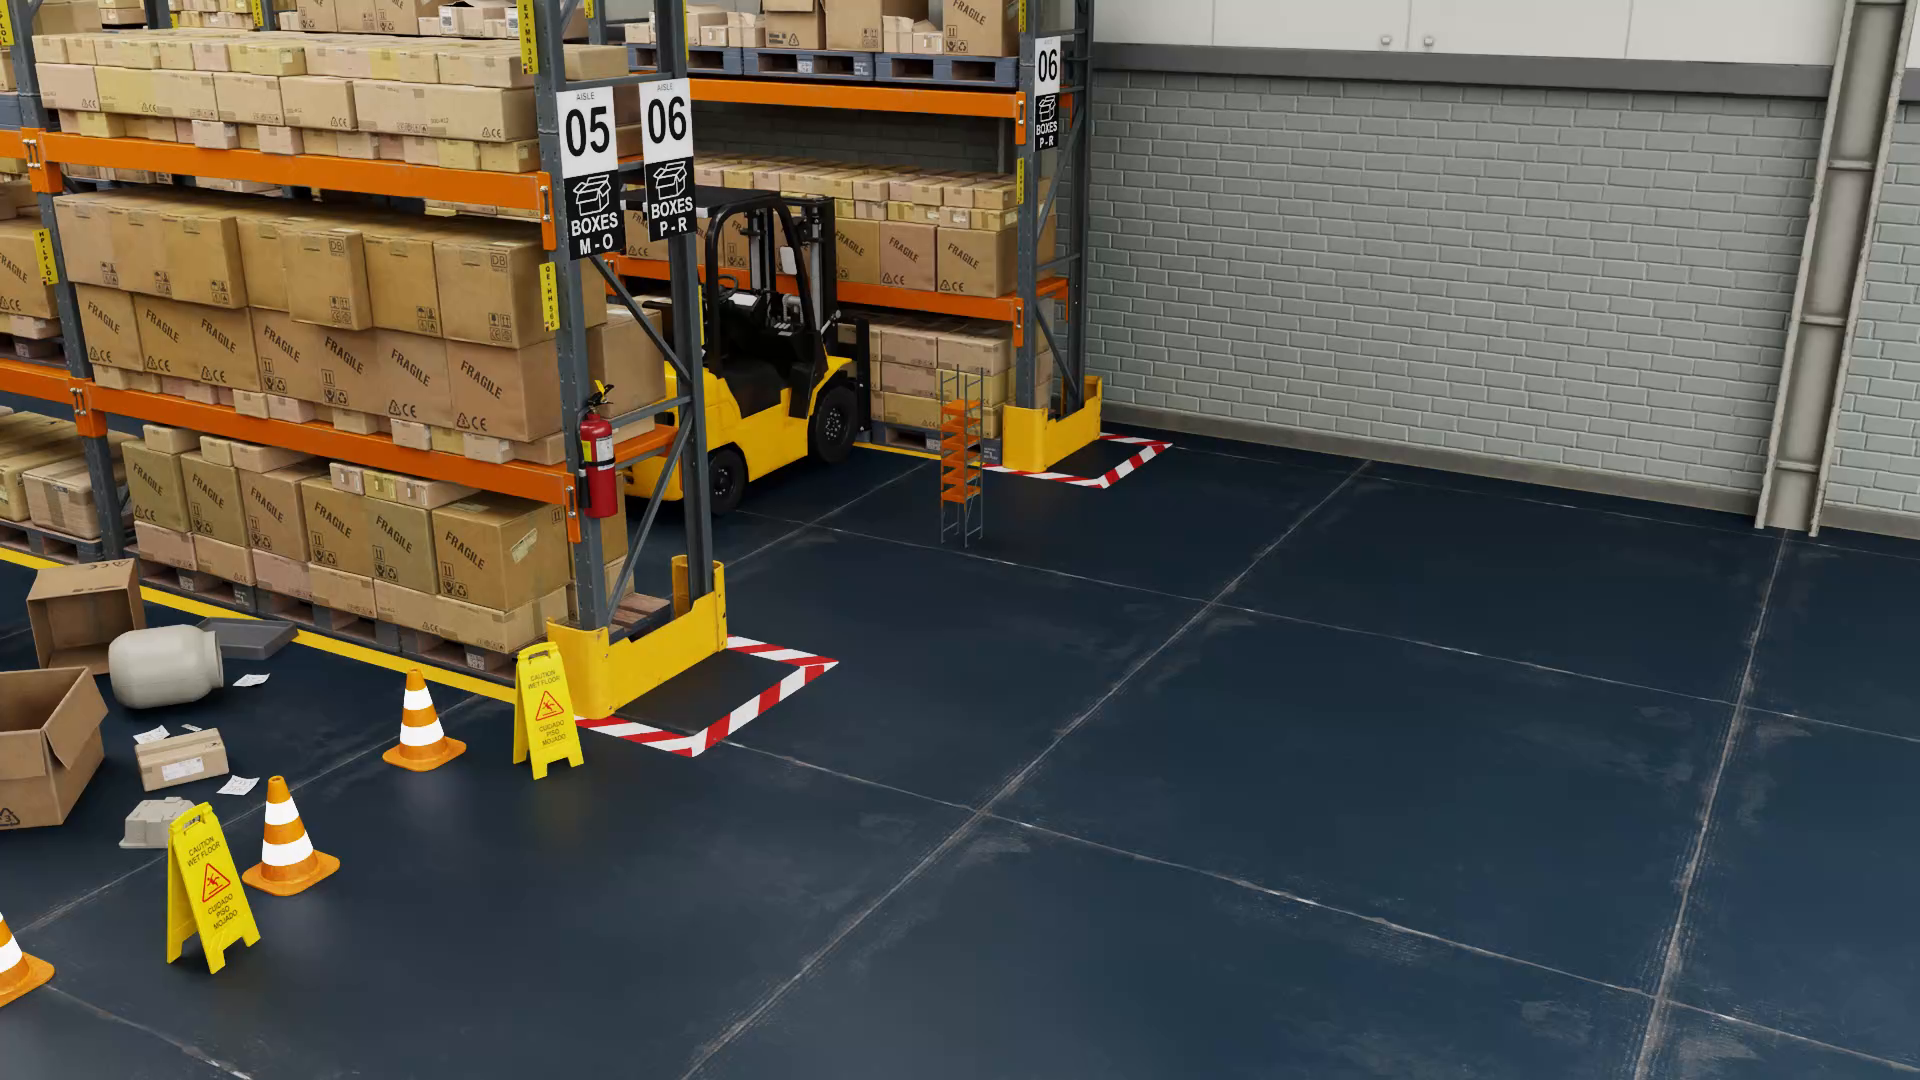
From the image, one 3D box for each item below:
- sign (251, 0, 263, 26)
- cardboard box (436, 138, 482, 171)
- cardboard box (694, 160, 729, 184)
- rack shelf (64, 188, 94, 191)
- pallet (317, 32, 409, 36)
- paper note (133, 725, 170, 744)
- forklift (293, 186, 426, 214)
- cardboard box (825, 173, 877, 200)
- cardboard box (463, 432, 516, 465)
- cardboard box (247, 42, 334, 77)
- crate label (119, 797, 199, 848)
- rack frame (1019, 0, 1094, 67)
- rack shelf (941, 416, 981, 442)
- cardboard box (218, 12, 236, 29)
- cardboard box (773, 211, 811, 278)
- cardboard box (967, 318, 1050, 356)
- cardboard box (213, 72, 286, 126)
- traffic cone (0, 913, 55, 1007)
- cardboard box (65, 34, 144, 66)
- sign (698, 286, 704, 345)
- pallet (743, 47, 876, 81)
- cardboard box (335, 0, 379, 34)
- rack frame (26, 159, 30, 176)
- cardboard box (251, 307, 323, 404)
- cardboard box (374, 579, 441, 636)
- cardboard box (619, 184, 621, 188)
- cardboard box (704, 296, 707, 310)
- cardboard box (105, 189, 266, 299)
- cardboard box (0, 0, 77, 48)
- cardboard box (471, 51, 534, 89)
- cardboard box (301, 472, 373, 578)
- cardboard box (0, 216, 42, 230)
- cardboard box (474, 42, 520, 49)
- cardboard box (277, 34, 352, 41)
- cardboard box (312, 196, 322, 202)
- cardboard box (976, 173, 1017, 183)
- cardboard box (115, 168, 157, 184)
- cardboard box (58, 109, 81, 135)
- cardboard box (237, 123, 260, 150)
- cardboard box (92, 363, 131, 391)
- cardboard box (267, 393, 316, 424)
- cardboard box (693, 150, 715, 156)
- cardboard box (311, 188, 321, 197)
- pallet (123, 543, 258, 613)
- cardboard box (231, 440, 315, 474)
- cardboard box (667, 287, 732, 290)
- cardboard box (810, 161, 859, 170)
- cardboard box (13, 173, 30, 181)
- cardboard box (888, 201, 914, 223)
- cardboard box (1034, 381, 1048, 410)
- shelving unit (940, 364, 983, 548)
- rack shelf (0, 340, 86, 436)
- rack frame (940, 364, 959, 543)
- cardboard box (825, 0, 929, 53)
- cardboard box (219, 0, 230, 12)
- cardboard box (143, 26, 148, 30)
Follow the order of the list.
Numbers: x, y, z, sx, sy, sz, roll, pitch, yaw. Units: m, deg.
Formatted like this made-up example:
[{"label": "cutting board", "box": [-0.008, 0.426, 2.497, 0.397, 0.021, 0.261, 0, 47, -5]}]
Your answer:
[{"label": "sign", "box": [-6.530, -4.946, 15.445, 0.005, 0.325, 0.100, 11, 23, 27]}, {"label": "cardboard box", "box": [-2.378, -1.945, 8.298, 0.250, 0.149, 0.380, 11, 23, 28]}, {"label": "cardboard box", "box": [-2.139, -3.083, 13.932, 0.250, 0.149, 0.380, 10, 22, 26]}, {"label": "rack shelf", "box": [-8.010, -3.449, 17.528, 4.000, 0.370, 1.077, 11, 23, 27]}, {"label": "pallet", "box": [-5.628, -4.689, 15.772, 1.003, 0.211, 1.213, 12, 23, 30]}, {"label": "paper note", "box": [-4.161, 1.005, 8.566, 0.148, 0.019, 0.142, -16, 26, -38]}, {"label": "forklift", "box": [-4.729, -1.878, 12.245, 1.130, 2.935, 3.031, 16, 25, 37]}, {"label": "cardboard box", "box": [-0.858, -2.795, 13.137, 0.250, 0.149, 0.380, 11, 23, 28]}, {"label": "cardboard box", "box": [-2.403, -0.535, 8.810, 0.250, 0.149, 0.380, 10, 22, 27]}, {"label": "cardboard box", "box": [-3.491, -2.526, 8.729, 0.250, 0.149, 0.380, 11, 23, 29]}, {"label": "crate label", "box": [-3.663, 1.287, 7.615, 0.298, 0.136, 0.250, 0, 20, -1]}, {"label": "rack frame", "box": [0.721, -4.944, 11.798, 0.127, 3.000, 1.000, 11, 23, 27]}, {"label": "rack shelf", "box": [0.013, -0.745, 11.087, 0.180, 0.103, 0.258, 11, 23, 27]}, {"label": "cardboard box", "box": [-6.907, -5.017, 16.035, 0.250, 0.149, 0.380, 10, 22, 26]}, {"label": "cardboard box", "box": [-1.177, -2.429, 13.516, 0.500, 0.500, 0.500, 11, 23, 28]}, {"label": "cardboard box", "box": [0.393, -1.635, 13.424, 0.500, 0.250, 0.500, 10, 22, 26]}, {"label": "cardboard box", "box": [-3.611, -2.382, 8.918, 0.500, 0.250, 0.500, 11, 23, 28]}, {"label": "traffic cone", "box": [-3.794, 1.526, 6.478, 0.334, 0.463, 0.336, 11, 23, 27]}, {"label": "cardboard box", "box": [-4.832, -2.793, 9.467, 0.250, 0.149, 0.380, 12, 23, 29]}, {"label": "sign", "box": [-1.432, -1.214, 9.044, 0.005, 0.325, 0.100, 11, 23, 27]}, {"label": "pallet", "box": [-0.953, -3.820, 13.228, 1.213, 0.211, 1.003, 11, 23, 27]}, {"label": "cardboard box", "box": [-5.261, -4.909, 15.190, 0.500, 0.500, 0.700, 10, 22, 26]}, {"label": "rack frame", "box": [-9.756, -4.119, 18.323, 0.127, 3.000, 1.000, 11, 23, 27]}, {"label": "cardboard box", "box": [-3.608, -1.099, 9.414, 0.500, 0.500, 0.500, 11, 23, 28]}, {"label": "cardboard box", "box": [-2.982, 0.307, 9.537, 0.500, 0.250, 0.500, 11, 23, 27]}, {"label": "cardboard box", "box": [-3.178, -3.132, 14.502, 0.250, 0.149, 0.380, 12, 23, 29]}, {"label": "cardboard box", "box": [-2.061, -1.902, 14.160, 0.500, 0.250, 0.500, 11, 23, 27]}, {"label": "cardboard box", "box": [-4.475, -1.738, 9.710, 0.500, 0.500, 0.700, 11, 23, 28]}, {"label": "cardboard box", "box": [-5.757, -3.141, 10.098, 0.500, 0.250, 0.500, 11, 23, 29]}, {"label": "cardboard box", "box": [-2.136, -2.281, 8.054, 0.250, 0.149, 0.380, 11, 23, 28]}, {"label": "cardboard box", "box": [-3.418, -0.130, 9.642, 0.500, 0.500, 0.500, 10, 22, 26]}, {"label": "cardboard box", "box": [-6.138, -1.786, 10.690, 0.500, 0.500, 0.500, 11, 23, 28]}, {"label": "cardboard box", "box": [-2.324, -2.529, 8.739, 0.250, 0.149, 0.380, 11, 23, 27]}, {"label": "cardboard box", "box": [-3.640, -2.794, 9.469, 0.250, 0.149, 0.380, 11, 23, 28]}, {"label": "cardboard box", "box": [-5.995, -3.237, 16.110, 0.500, 0.250, 0.500, 11, 23, 27]}, {"label": "cardboard box", "box": [0.330, -2.798, 13.145, 0.250, 0.149, 0.380, 12, 23, 29]}, {"label": "cardboard box", "box": [-8.305, -4.000, 17.231, 0.500, 0.500, 0.700, 11, 23, 27]}, {"label": "cardboard box", "box": [-5.035, -2.477, 9.763, 0.250, 0.149, 0.380, 10, 22, 26]}, {"label": "cardboard box", "box": [-3.688, -2.221, 9.058, 0.250, 0.149, 0.380, 11, 23, 28]}, {"label": "cardboard box", "box": [-5.070, -1.045, 10.215, 0.250, 0.149, 0.380, 11, 23, 27]}, {"label": "cardboard box", "box": [-3.725, -0.796, 9.528, 0.250, 0.149, 0.380, 11, 23, 27]}, {"label": "cardboard box", "box": [-2.346, -3.318, 14.578, 0.250, 0.149, 0.380, 11, 23, 27]}, {"label": "cardboard box", "box": [-6.008, -3.465, 16.005, 0.500, 0.250, 0.500, 11, 23, 27]}, {"label": "pallet", "box": [-4.585, 0.101, 10.776, 1.213, 0.211, 1.003, 11, 23, 27]}, {"label": "cardboard box", "box": [-4.040, -0.527, 9.785, 0.250, 0.149, 0.380, 12, 23, 30]}, {"label": "cardboard box", "box": [-2.248, -2.140, 14.815, 0.500, 0.250, 0.500, 11, 23, 28]}, {"label": "cardboard box", "box": [-1.037, -3.044, 13.823, 0.250, 0.149, 0.380, 12, 23, 29]}, {"label": "cardboard box", "box": [-10.157, -3.979, 18.304, 0.250, 0.149, 0.380, 11, 23, 28]}, {"label": "cardboard box", "box": [-0.364, -2.590, 13.007, 0.250, 0.149, 0.380, 11, 22, 27]}, {"label": "cardboard box", "box": [0.387, -1.169, 13.604, 0.500, 0.250, 0.500, 11, 23, 28]}, {"label": "shelving unit", "box": [0.013, -0.562, 11.154, 0.189, 1.200, 0.258, 11, 23, 27]}, {"label": "rack shelf", "box": [-6.935, -1.305, 11.619, 4.000, 0.370, 1.077, 11, 23, 27]}, {"label": "rack frame", "box": [-0.067, -0.577, 11.196, 0.006, 1.200, 0.240, 11, 23, 27]}, {"label": "cardboard box", "box": [-0.630, -4.026, 12.758, 0.500, 0.500, 0.700, 11, 23, 28]}, {"label": "cardboard box", "box": [-6.886, -5.165, 16.006, 0.250, 0.149, 0.380, 10, 22, 25]}, {"label": "cardboard box", "box": [-7.706, -4.973, 16.498, 0.500, 0.250, 0.500, 11, 23, 27]}]
